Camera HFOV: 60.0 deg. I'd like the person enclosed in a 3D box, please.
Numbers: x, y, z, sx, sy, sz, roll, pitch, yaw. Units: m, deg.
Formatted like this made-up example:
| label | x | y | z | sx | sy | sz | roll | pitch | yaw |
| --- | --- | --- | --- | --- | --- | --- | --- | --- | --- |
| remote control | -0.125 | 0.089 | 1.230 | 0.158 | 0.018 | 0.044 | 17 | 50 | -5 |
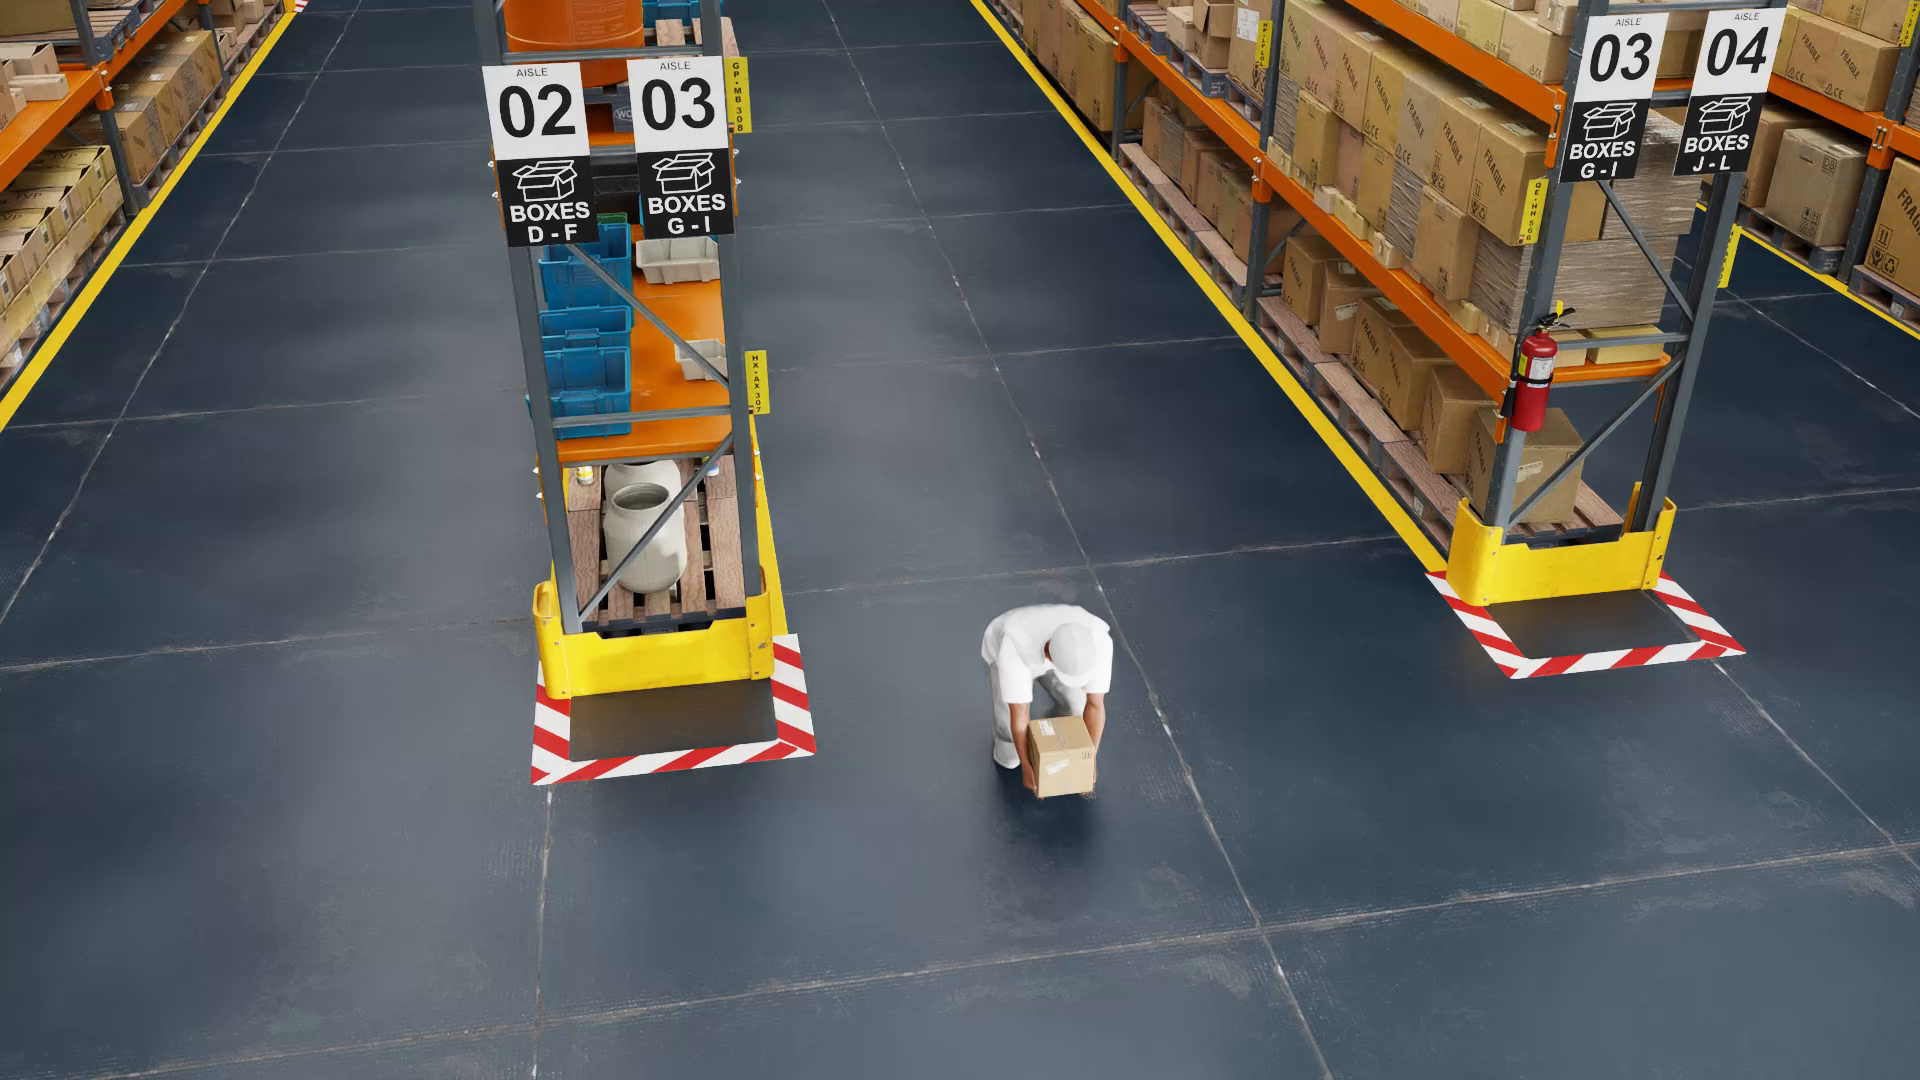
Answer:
| label | x | y | z | sx | sy | sz | roll | pitch | yaw |
| --- | --- | --- | --- | --- | --- | --- | --- | --- | --- |
| person | 0.418 | 0.659 | 7.751 | 0.541 | 1.008 | 0.912 | -6 | 31 | -10 |
